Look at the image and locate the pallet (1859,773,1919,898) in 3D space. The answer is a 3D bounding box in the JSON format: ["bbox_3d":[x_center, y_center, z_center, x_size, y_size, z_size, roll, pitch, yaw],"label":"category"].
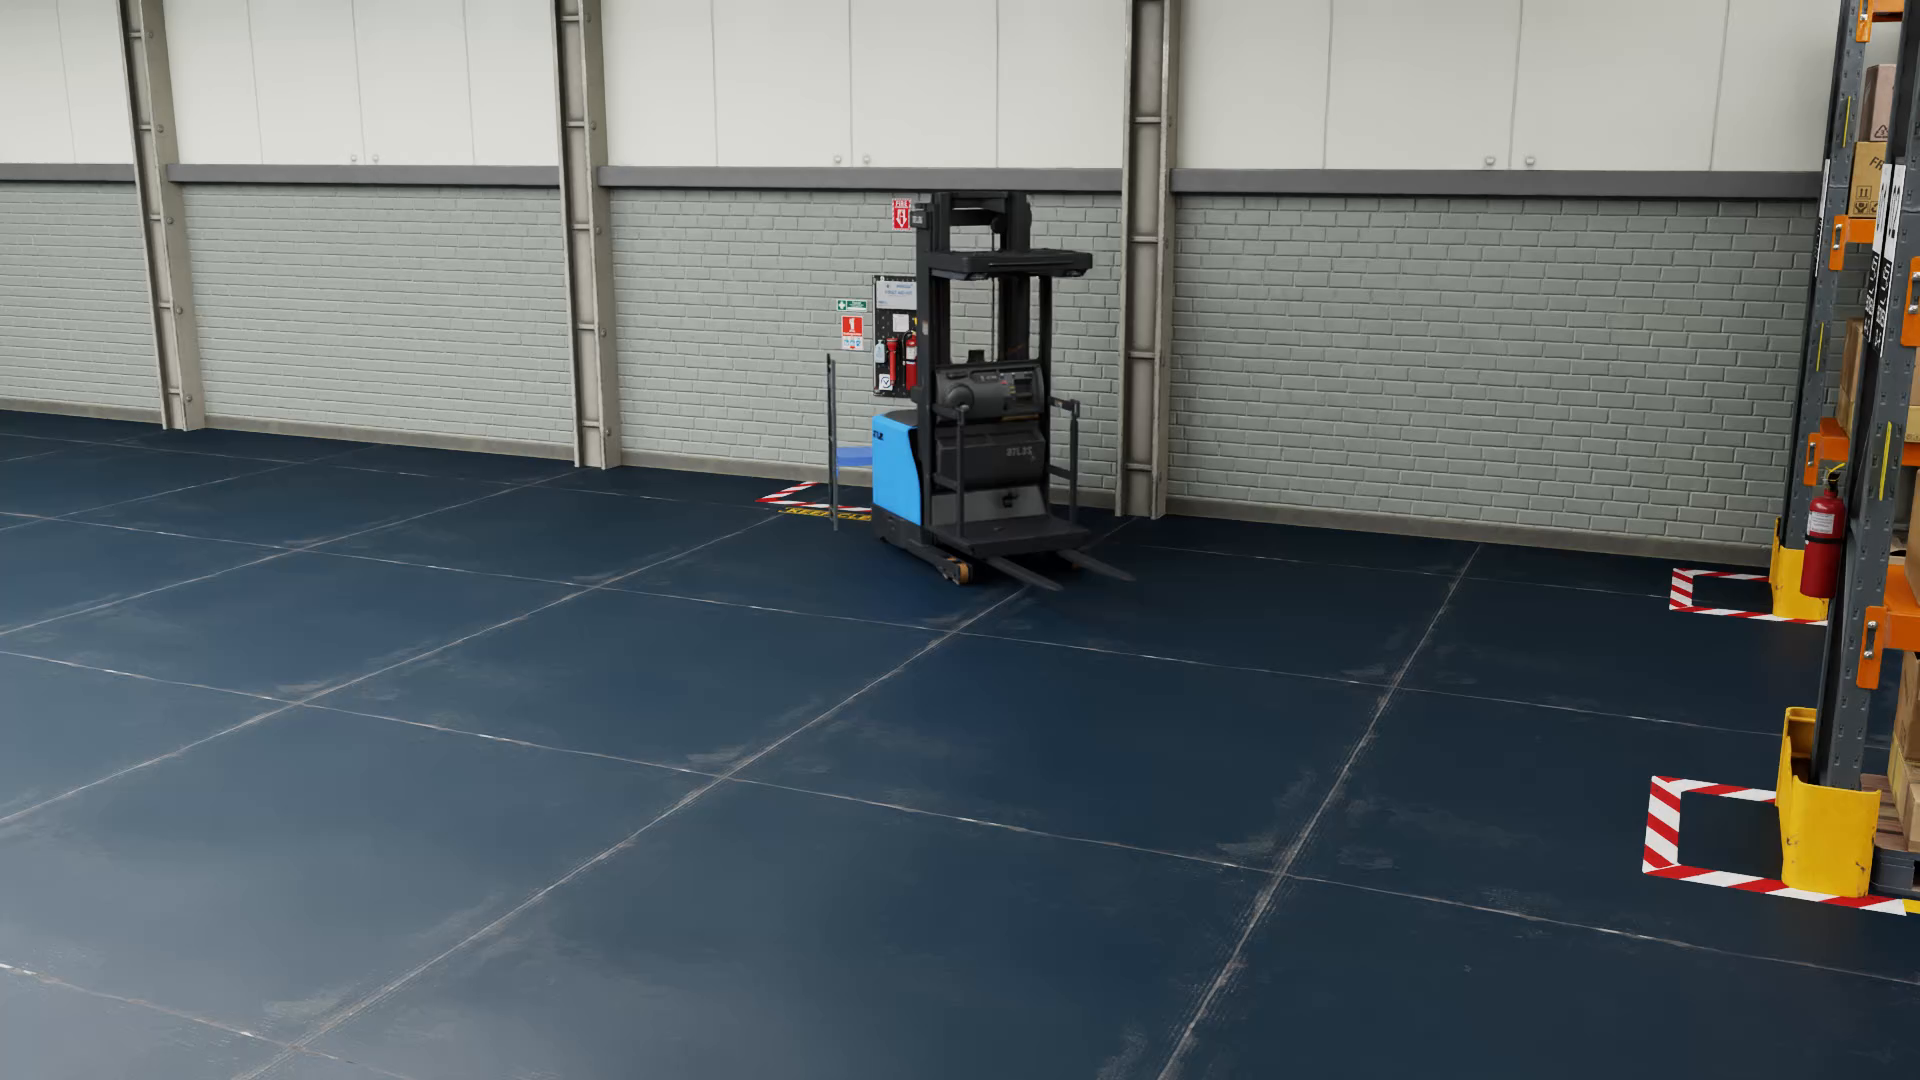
[{"bbox_3d":[4.866,1.430,7.699,1.213,0.211,1.003,6,14,23],"label":"pallet"}]

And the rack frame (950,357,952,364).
[{"bbox_3d":[-0.125,-0.910,14.849,0.032,1.500,0.500,-2,13,-9],"label":"rack frame"}]

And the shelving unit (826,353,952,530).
[{"bbox_3d":[-0.627,-0.891,14.767,1.048,1.500,0.538,-2,13,-9],"label":"shelving unit"}]

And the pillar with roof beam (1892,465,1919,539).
[{"bbox_3d":[5.399,-3.162,8.032,0.400,9.000,9.100,6,14,23],"label":"pillar with roof beam"}]

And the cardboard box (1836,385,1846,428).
[{"bbox_3d":[6.658,-0.959,12.058,0.500,0.250,0.500,6,14,24],"label":"cardboard box"}]

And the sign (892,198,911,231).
[{"bbox_3d":[-0.554,-3.082,15.751,0.199,0.298,0.001,6,14,23],"label":"sign"}]

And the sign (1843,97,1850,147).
[{"bbox_3d":[5.933,-2.797,11.130,0.005,0.325,0.100,6,14,23],"label":"sign"}]

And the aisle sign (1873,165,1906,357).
[{"bbox_3d":[3.965,-1.197,7.101,0.004,0.787,0.394,6,14,23],"label":"aisle sign"}]

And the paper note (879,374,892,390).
[{"bbox_3d":[-0.721,-1.534,16.156,0.142,0.148,0.016,6,14,23],"label":"paper note"}]

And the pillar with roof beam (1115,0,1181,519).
[{"bbox_3d":[-0.087,-3.717,10.398,0.400,9.000,9.100,6,14,23],"label":"pillar with roof beam"}]

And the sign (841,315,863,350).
[{"bbox_3d":[-1.051,-2.022,16.229,0.234,0.329,0.001,6,14,23],"label":"sign"}]

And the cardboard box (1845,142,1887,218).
[{"bbox_3d":[6.357,-2.460,11.345,0.500,0.500,0.500,6,15,25],"label":"cardboard box"}]

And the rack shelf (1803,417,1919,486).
[{"bbox_3d":[7.981,-0.489,11.349,4.000,0.370,1.077,6,14,23],"label":"rack shelf"}]

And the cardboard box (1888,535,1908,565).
[{"bbox_3d":[6.749,0.153,11.959,0.500,0.311,0.500,4,14,17],"label":"cardboard box"}]

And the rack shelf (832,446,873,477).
[{"bbox_3d":[-0.627,-0.716,14.808,1.000,0.185,0.538,-2,13,-9],"label":"rack shelf"}]

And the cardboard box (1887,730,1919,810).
[{"bbox_3d":[4.759,1.132,7.962,0.500,0.250,0.500,6,14,23],"label":"cardboard box"}]

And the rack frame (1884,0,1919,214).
[{"bbox_3d":[4.149,-2.910,6.959,0.127,3.000,1.000,6,14,23],"label":"rack frame"}]

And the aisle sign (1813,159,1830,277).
[{"bbox_3d":[5.965,-2.234,11.520,0.004,0.787,0.394,6,14,23],"label":"aisle sign"}]

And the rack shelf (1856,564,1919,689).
[{"bbox_3d":[5.978,0.546,6.938,4.000,0.370,1.077,6,14,23],"label":"rack shelf"}]

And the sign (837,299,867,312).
[{"bbox_3d":[-1.050,-2.278,16.159,0.331,0.109,0.001,6,14,23],"label":"sign"}]

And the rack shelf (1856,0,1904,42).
[{"bbox_3d":[7.981,-3.408,10.664,4.000,0.370,1.077,6,14,23],"label":"rack shelf"}]

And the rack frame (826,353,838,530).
[{"bbox_3d":[-1.128,-0.871,14.685,0.032,1.500,0.500,-2,13,-9],"label":"rack frame"}]

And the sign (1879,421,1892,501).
[{"bbox_3d":[3.919,-0.334,7.045,0.005,0.325,0.100,6,14,23],"label":"sign"}]

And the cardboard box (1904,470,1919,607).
[{"bbox_3d":[4.571,0.008,7.438,0.500,0.500,0.700,6,14,23],"label":"cardboard box"}]

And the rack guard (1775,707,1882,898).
[{"bbox_3d":[4.127,1.225,7.939,0.348,0.500,1.175,6,14,23],"label":"rack guard"}]

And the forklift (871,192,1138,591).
[{"bbox_3d":[0.332,-1.199,12.947,1.130,2.935,3.031,-6,15,-25],"label":"forklift"}]

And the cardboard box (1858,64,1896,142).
[{"bbox_3d":[6.406,-2.944,11.217,0.500,0.500,0.500,5,14,19],"label":"cardboard box"}]

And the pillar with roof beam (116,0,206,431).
[{"bbox_3d":[-11.058,-4.828,15.130,0.400,9.000,9.100,6,14,23],"label":"pillar with roof beam"}]

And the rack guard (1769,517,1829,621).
[{"bbox_3d":[6.222,0.199,12.311,0.348,0.500,1.175,6,14,23],"label":"rack guard"}]

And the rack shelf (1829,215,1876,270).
[{"bbox_3d":[7.981,-1.950,11.006,4.000,0.370,1.077,6,14,23],"label":"rack shelf"}]

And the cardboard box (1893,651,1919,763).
[{"bbox_3d":[4.760,0.767,7.878,0.500,0.500,0.500,6,14,23],"label":"cardboard box"}]

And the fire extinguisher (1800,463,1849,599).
[{"bbox_3d":[4.229,-0.060,8.113,0.183,0.674,0.296,6,14,23],"label":"fire extinguisher"}]

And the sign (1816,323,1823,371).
[{"bbox_3d":[5.933,-1.333,11.473,0.005,0.325,0.100,6,14,23],"label":"sign"}]

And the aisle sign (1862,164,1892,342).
[{"bbox_3d":[4.208,-1.323,7.635,0.004,0.787,0.394,6,14,23],"label":"aisle sign"}]

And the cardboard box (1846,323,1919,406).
[{"bbox_3d":[6.467,-1.219,11.529,0.500,0.500,0.500,6,14,23],"label":"cardboard box"}]

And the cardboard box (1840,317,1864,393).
[{"bbox_3d":[6.670,-1.327,11.988,0.500,0.500,0.500,6,14,23],"label":"cardboard box"}]

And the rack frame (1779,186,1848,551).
[{"bbox_3d":[6.152,-1.025,12.055,0.127,3.000,1.000,6,14,23],"label":"rack frame"}]

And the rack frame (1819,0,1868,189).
[{"bbox_3d":[6.152,-3.945,11.370,0.127,3.000,1.000,6,14,23],"label":"rack frame"}]

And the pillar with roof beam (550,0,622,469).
[{"bbox_3d":[-5.572,-4.272,12.764,0.400,9.000,9.100,6,14,23],"label":"pillar with roof beam"}]

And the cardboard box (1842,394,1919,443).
[{"bbox_3d":[6.470,-0.850,11.595,0.500,0.250,0.500,5,14,22],"label":"cardboard box"}]

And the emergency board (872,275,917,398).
[{"bbox_3d":[-0.587,-1.932,15.924,0.643,1.169,0.194,6,14,23],"label":"emergency board"}]

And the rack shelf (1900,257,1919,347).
[{"bbox_3d":[5.978,-0.915,6.595,4.000,0.370,1.077,6,14,23],"label":"rack shelf"}]

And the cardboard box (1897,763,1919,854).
[{"bbox_3d":[4.550,1.241,7.501,0.500,0.250,0.500,6,14,23],"label":"cardboard box"}]

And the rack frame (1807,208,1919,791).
[{"bbox_3d":[4.149,0.010,7.644,0.127,3.000,1.000,6,14,23],"label":"rack frame"}]
